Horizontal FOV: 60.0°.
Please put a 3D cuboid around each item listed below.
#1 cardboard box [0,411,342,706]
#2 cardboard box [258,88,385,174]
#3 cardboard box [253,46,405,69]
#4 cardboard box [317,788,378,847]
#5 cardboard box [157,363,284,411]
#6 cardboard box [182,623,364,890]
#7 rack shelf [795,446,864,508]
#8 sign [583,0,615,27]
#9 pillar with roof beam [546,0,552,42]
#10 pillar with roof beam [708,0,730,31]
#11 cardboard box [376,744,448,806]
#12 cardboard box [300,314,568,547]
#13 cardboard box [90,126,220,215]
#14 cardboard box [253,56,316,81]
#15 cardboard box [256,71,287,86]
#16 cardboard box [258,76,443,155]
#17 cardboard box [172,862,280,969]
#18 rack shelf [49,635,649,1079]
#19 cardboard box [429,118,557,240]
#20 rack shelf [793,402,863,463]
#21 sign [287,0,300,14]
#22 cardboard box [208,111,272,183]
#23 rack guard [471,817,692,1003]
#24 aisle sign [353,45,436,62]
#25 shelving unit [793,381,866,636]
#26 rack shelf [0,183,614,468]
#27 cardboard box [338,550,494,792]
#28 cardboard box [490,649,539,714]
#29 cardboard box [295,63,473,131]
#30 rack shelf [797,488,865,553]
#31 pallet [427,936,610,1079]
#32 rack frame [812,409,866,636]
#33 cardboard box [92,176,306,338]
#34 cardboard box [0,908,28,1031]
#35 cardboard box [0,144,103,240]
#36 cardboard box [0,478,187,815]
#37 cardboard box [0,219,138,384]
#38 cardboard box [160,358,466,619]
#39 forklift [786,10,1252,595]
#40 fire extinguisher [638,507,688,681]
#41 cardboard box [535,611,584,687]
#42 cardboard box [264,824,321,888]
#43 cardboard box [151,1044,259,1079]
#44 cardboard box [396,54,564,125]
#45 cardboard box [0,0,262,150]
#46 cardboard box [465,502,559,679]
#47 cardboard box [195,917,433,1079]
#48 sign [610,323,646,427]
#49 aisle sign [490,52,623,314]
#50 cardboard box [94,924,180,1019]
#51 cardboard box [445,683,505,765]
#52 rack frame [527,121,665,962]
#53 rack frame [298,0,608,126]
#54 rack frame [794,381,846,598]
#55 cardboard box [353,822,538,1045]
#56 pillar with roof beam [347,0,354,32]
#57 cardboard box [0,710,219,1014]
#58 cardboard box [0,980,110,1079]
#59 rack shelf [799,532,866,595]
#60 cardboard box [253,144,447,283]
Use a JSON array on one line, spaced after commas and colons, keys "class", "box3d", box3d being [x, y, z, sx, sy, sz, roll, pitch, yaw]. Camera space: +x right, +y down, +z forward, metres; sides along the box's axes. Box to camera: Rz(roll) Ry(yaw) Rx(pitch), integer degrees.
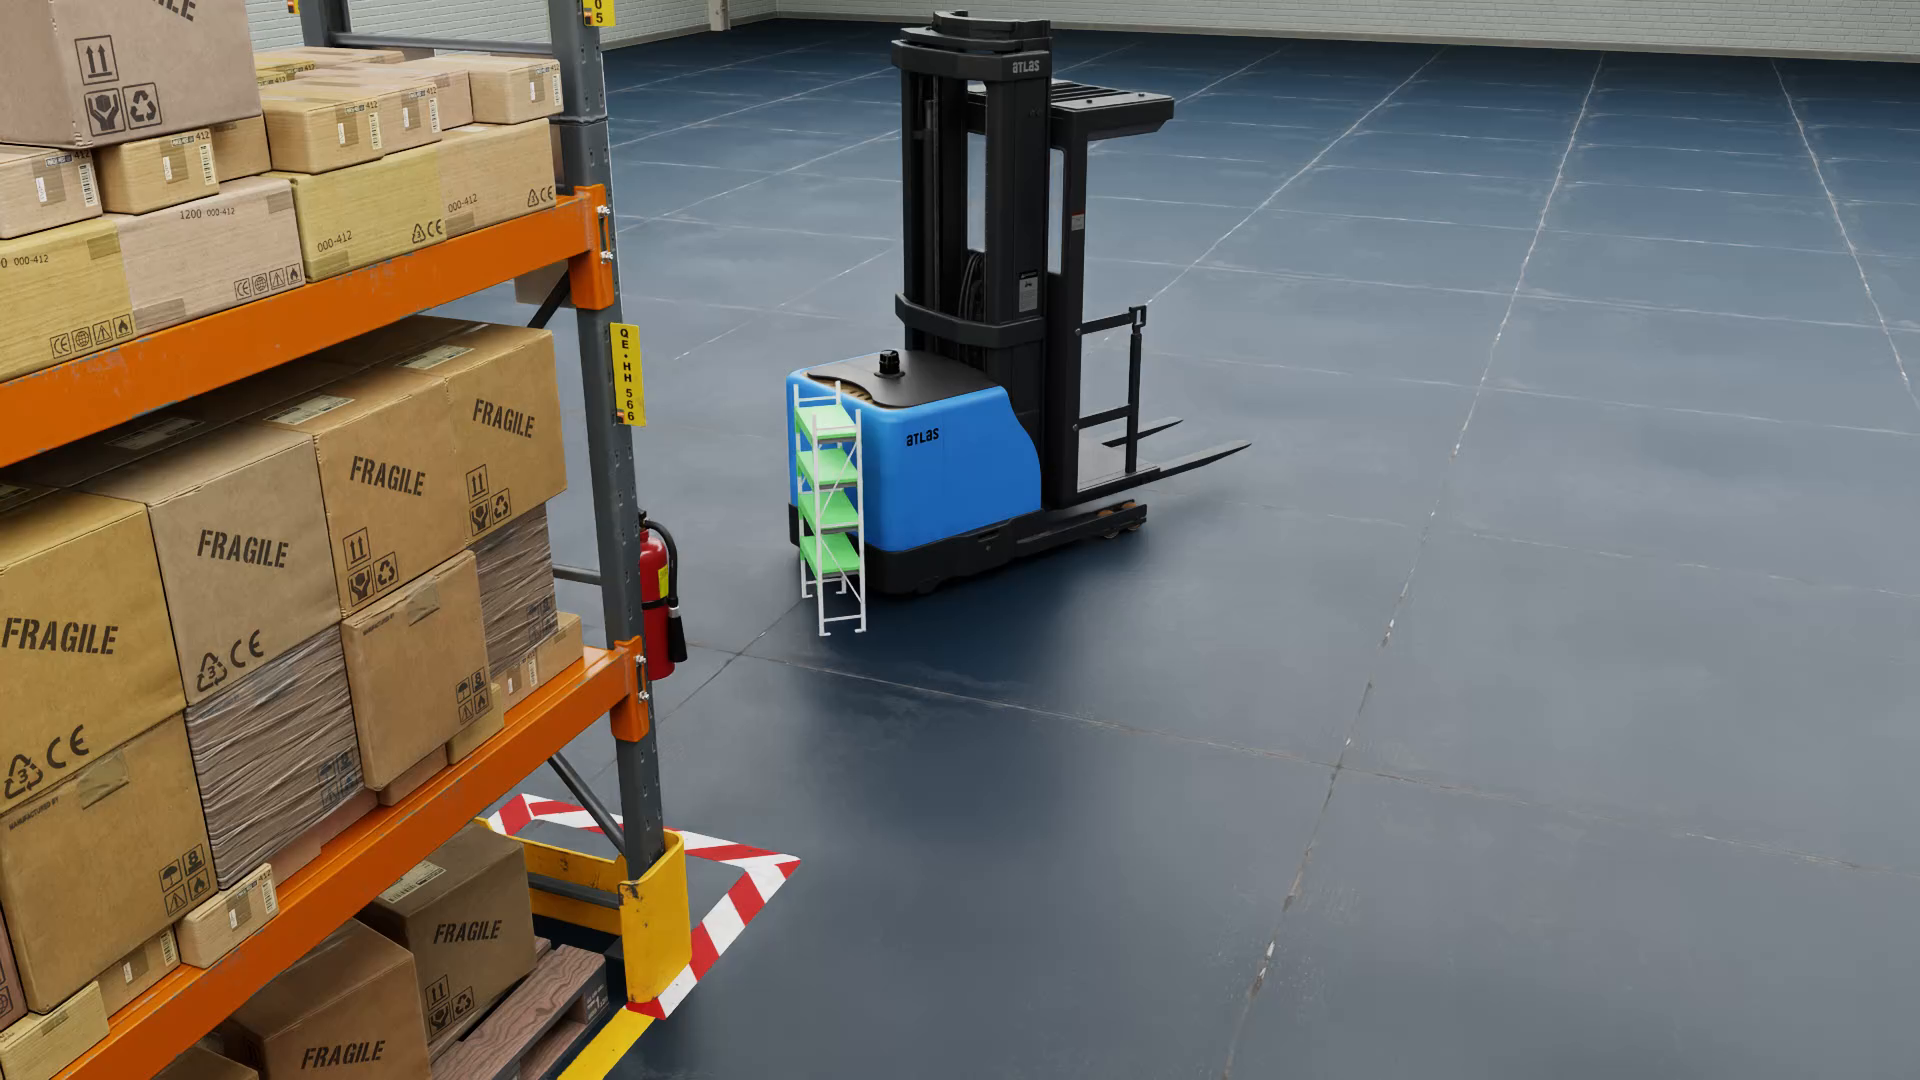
[{"class": "cardboard box", "box3d": [-1.883, 0.027, 3.981, 0.500, 0.500, 0.500, 9, 24, 20]}, {"class": "cardboard box", "box3d": [-1.630, -0.991, 4.016, 0.380, 0.149, 0.250, 9, 24, 20]}, {"class": "cardboard box", "box3d": [-1.857, -1.352, 4.882, 0.380, 0.149, 0.250, 9, 24, 20]}, {"class": "cardboard box", "box3d": [-1.831, 0.685, 4.543, 0.380, 0.149, 0.250, 9, 24, 20]}, {"class": "cardboard box", "box3d": [-2.190, -0.228, 4.591, 0.500, 0.500, 0.500, 9, 24, 20]}, {"class": "cardboard box", "box3d": [-2.070, 0.459, 4.243, 0.875, 0.500, 0.500, 9, 24, 20]}, {"class": "rack shelf", "box3d": [-0.672, -0.327, 8.519, 0.258, 0.148, 0.480, -6, 23, -14]}, {"class": "sign", "box3d": [-1.032, -1.625, 4.708, 0.100, 0.325, 0.005, 9, 24, 20]}, {"class": "pillar with roof beam", "box3d": [-3.535, -12.667, 28.401, 9.100, 9.000, 0.400, 9, 24, 20]}, {"class": "pillar with roof beam", "box3d": [-1.306, -14.815, 33.541, 9.100, 9.000, 0.400, 9, 24, 20]}, {"class": "cardboard box", "box3d": [-1.700, 0.602, 4.743, 0.380, 0.149, 0.250, 9, 24, 20]}, {"class": "cardboard box", "box3d": [-1.515, -0.332, 4.839, 0.500, 0.500, 0.500, 9, 24, 20]}, {"class": "cardboard box", "box3d": [-1.844, -0.809, 3.581, 0.380, 0.149, 0.250, 8, 24, 17]}, {"class": "cardboard box", "box3d": [-2.043, -1.274, 4.693, 0.380, 0.149, 0.250, 9, 24, 21]}, {"class": "cardboard box", "box3d": [-2.023, -1.166, 4.434, 0.380, 0.149, 0.250, 8, 24, 19]}, {"class": "cardboard box", "box3d": [-1.559, -1.084, 4.239, 0.380, 0.149, 0.250, 8, 24, 18]}, {"class": "cardboard box", "box3d": [-1.914, 0.880, 4.077, 0.380, 0.149, 0.250, 9, 24, 20]}, {"class": "rack shelf", "box3d": [-2.283, 1.129, 4.090, 1.077, 0.370, 4.000, 9, 24, 20]}, {"class": "cardboard box", "box3d": [-1.483, -1.025, 4.615, 0.500, 0.250, 0.500, 9, 24, 21]}, {"class": "rack shelf", "box3d": [-0.672, -0.548, 8.426, 0.258, 0.148, 0.480, -6, 23, -14]}, {"class": "sign", "box3d": [-2.044, -1.784, 5.104, 0.100, 0.325, 0.005, 9, 24, 20]}, {"class": "cardboard box", "box3d": [-1.838, -0.920, 3.846, 0.380, 0.149, 0.250, 9, 24, 21]}, {"class": "rack guard", "box3d": [-1.568, 1.262, 6.081, 1.175, 0.500, 0.348, 9, 24, 20]}, {"class": "aisle sign", "box3d": [-1.796, -1.184, 5.319, 0.394, 0.787, 0.004, 9, 24, 20]}, {"class": "shelving unit", "box3d": [-0.672, -0.164, 8.587, 0.258, 1.200, 0.503, -6, 23, -14]}, {"class": "rack shelf", "box3d": [-2.283, -0.256, 3.512, 1.077, 0.370, 4.000, 9, 24, 20]}, {"class": "cardboard box", "box3d": [-1.844, 0.287, 4.657, 0.875, 0.500, 0.500, 9, 24, 20]}, {"class": "cardboard box", "box3d": [-1.548, 0.418, 5.184, 0.380, 0.149, 0.250, 9, 24, 20]}, {"class": "cardboard box", "box3d": [-1.559, -1.198, 4.511, 0.380, 0.149, 0.250, 8, 24, 18]}, {"class": "rack shelf", "box3d": [-0.672, -0.105, 8.611, 0.258, 0.148, 0.480, -6, 23, -14]}, {"class": "pallet", "box3d": [-1.903, 1.680, 5.453, 1.003, 0.211, 1.213, 9, 24, 20]}, {"class": "rack frame", "box3d": [-0.606, -0.074, 8.370, 0.240, 1.200, 0.015, -6, 23, -14]}, {"class": "cardboard box", "box3d": [-1.864, -0.664, 3.750, 0.500, 0.250, 0.500, 9, 24, 21]}, {"class": "cardboard box", "box3d": [-2.491, 0.810, 3.405, 0.875, 0.500, 0.500, 9, 24, 20]}, {"class": "cardboard box", "box3d": [-1.989, -0.718, 3.363, 0.380, 0.149, 0.250, 7, 24, 17]}, {"class": "cardboard box", "box3d": [-2.077, 0.204, 3.556, 0.500, 0.500, 0.500, 9, 24, 20]}, {"class": "cardboard box", "box3d": [-2.046, -0.483, 3.318, 0.500, 0.250, 0.500, 8, 24, 19]}, {"class": "cardboard box", "box3d": [-1.695, -0.152, 4.409, 0.500, 0.500, 0.500, 9, 24, 20]}, {"class": "forklift", "box3d": [0.486, -1.503, 9.547, 3.031, 2.935, 1.130, -17, 28, -35]}, {"class": "fire extinguisher", "box3d": [-1.070, 0.142, 5.620, 0.296, 0.674, 0.183, 9, 24, 20]}, {"class": "cardboard box", "box3d": [-1.454, 0.328, 5.398, 0.380, 0.149, 0.250, 9, 24, 20]}, {"class": "cardboard box", "box3d": [-1.903, 0.778, 4.321, 0.380, 0.149, 0.250, 9, 24, 20]}, {"class": "cardboard box", "box3d": [-2.228, 1.702, 4.482, 0.500, 0.500, 0.500, 11, 25, 25]}, {"class": "cardboard box", "box3d": [-1.354, -1.274, 4.694, 0.380, 0.149, 0.250, 9, 24, 20]}, {"class": "cardboard box", "box3d": [-1.881, -1.126, 3.499, 0.500, 0.500, 0.500, 9, 24, 20]}, {"class": "cardboard box", "box3d": [-1.770, 0.090, 5.126, 0.875, 0.500, 0.500, 9, 24, 20]}, {"class": "cardboard box", "box3d": [-1.978, 1.480, 5.012, 0.500, 0.500, 0.500, 16, 28, 34]}, {"class": "sign", "box3d": [-1.032, -0.513, 5.173, 0.100, 0.325, 0.005, 9, 24, 20]}, {"class": "aisle sign", "box3d": [-1.239, -1.098, 5.114, 0.394, 0.787, 0.004, 9, 24, 20]}, {"class": "cardboard box", "box3d": [-2.071, 0.960, 3.887, 0.380, 0.149, 0.250, 9, 24, 20]}, {"class": "cardboard box", "box3d": [-1.593, 0.515, 4.952, 0.380, 0.149, 0.250, 9, 24, 20]}, {"class": "rack frame", "box3d": [-1.540, 0.081, 5.664, 1.000, 3.000, 0.127, 9, 24, 20]}, {"class": "rack frame", "box3d": [-1.540, -2.687, 4.508, 1.000, 3.000, 0.127, 9, 24, 20]}, {"class": "rack frame", "box3d": [-0.738, -0.255, 8.804, 0.240, 1.200, 0.015, -6, 23, -14]}, {"class": "cardboard box", "box3d": [-1.788, 1.262, 5.536, 0.500, 0.500, 0.500, 14, 26, 30]}, {"class": "pillar with roof beam", "box3d": [-5.763, -10.520, 23.261, 9.100, 9.000, 0.400, 9, 24, 20]}, {"class": "cardboard box", "box3d": [-2.267, 0.637, 3.819, 0.875, 0.500, 0.500, 9, 24, 20]}, {"class": "cardboard box", "box3d": [-2.122, 1.056, 3.657, 0.380, 0.149, 0.250, 9, 24, 20]}, {"class": "rack shelf", "box3d": [-0.672, 0.116, 8.704, 0.258, 0.148, 0.480, -6, 23, -14]}, {"class": "cardboard box", "box3d": [-1.666, -0.846, 4.186, 0.500, 0.250, 0.500, 9, 24, 20]}]
